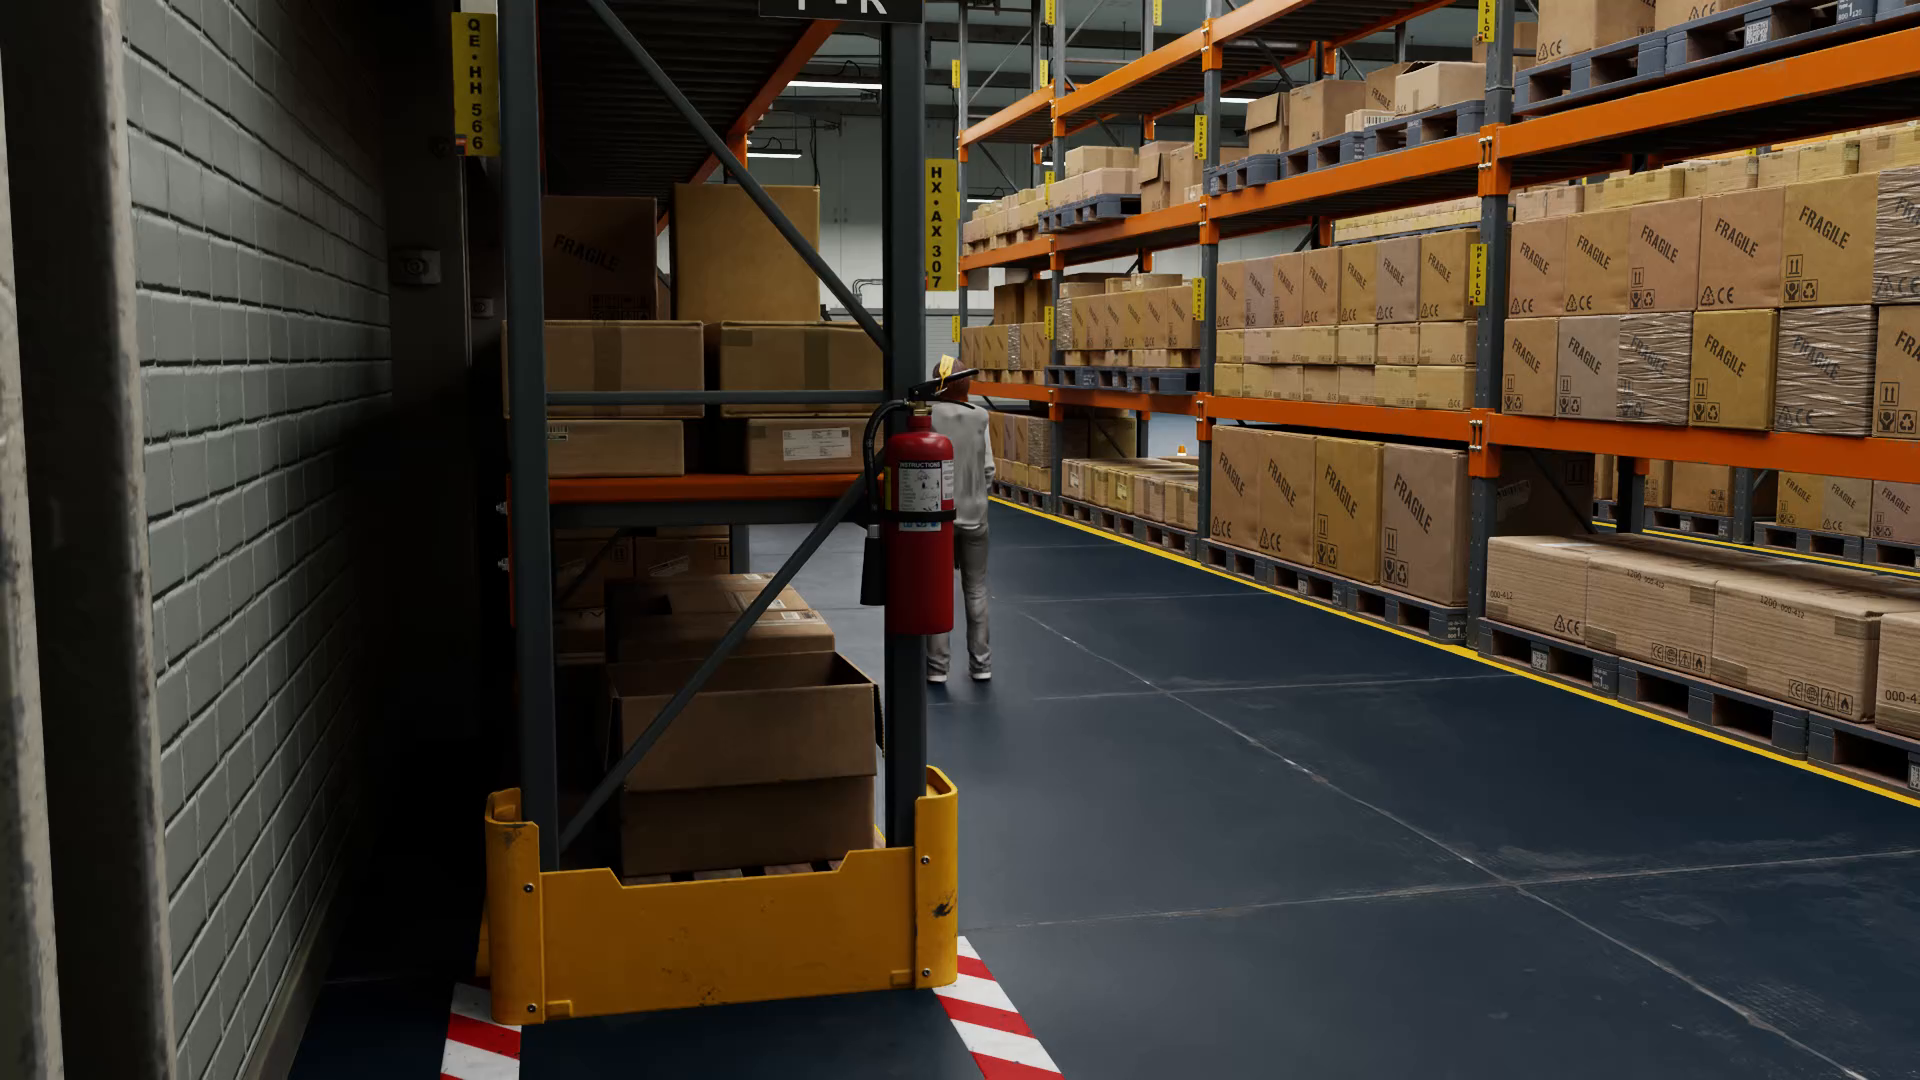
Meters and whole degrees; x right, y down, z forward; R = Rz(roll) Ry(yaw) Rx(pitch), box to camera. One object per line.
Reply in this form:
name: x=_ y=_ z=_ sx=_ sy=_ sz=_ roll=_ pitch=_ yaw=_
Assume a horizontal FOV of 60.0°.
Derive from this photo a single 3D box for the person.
person: x=-0.042 y=-0.093 z=8.218 sx=0.446 sy=1.592 sz=0.359 roll=-2 pitch=7 yaw=-18
